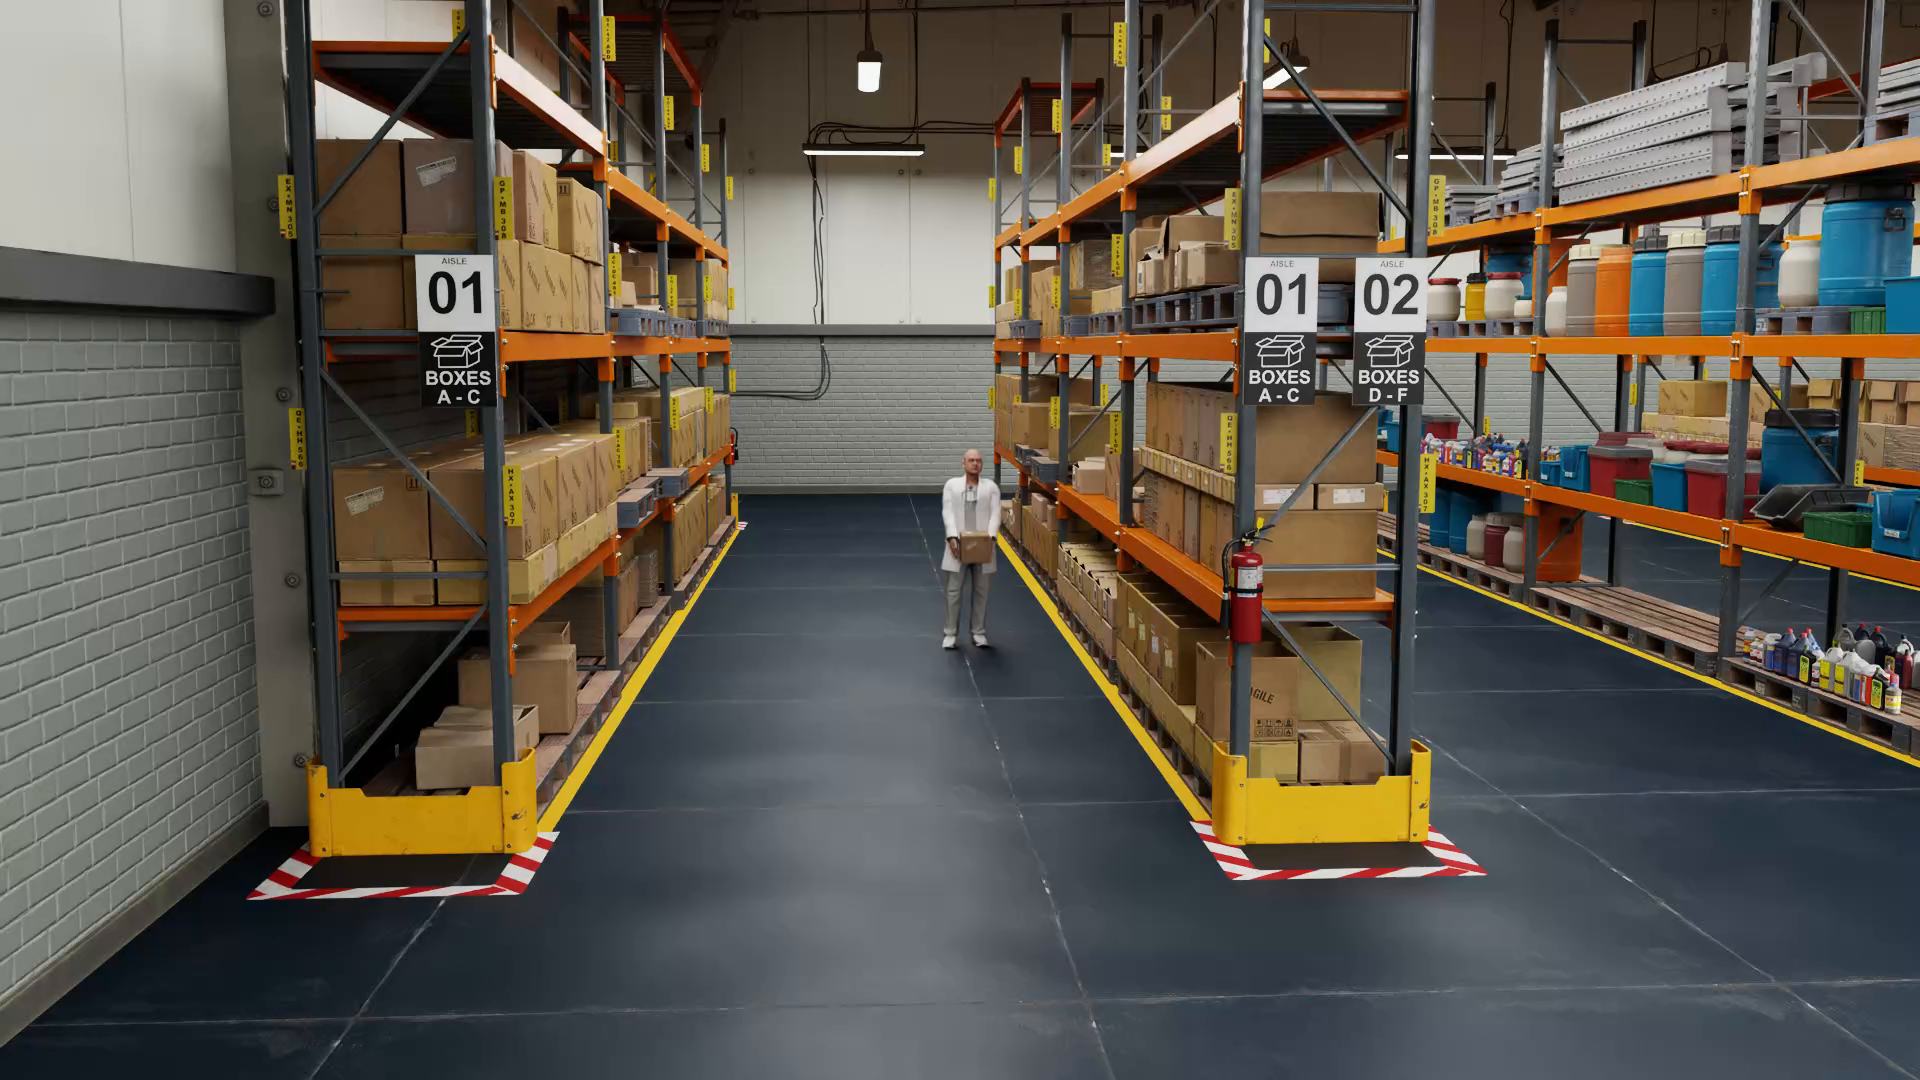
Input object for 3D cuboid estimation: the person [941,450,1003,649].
[{"bbox_3d":[0.109,0.080,15.106,0.568,1.780,0.521,0,7,-3],"label":"person"}]
